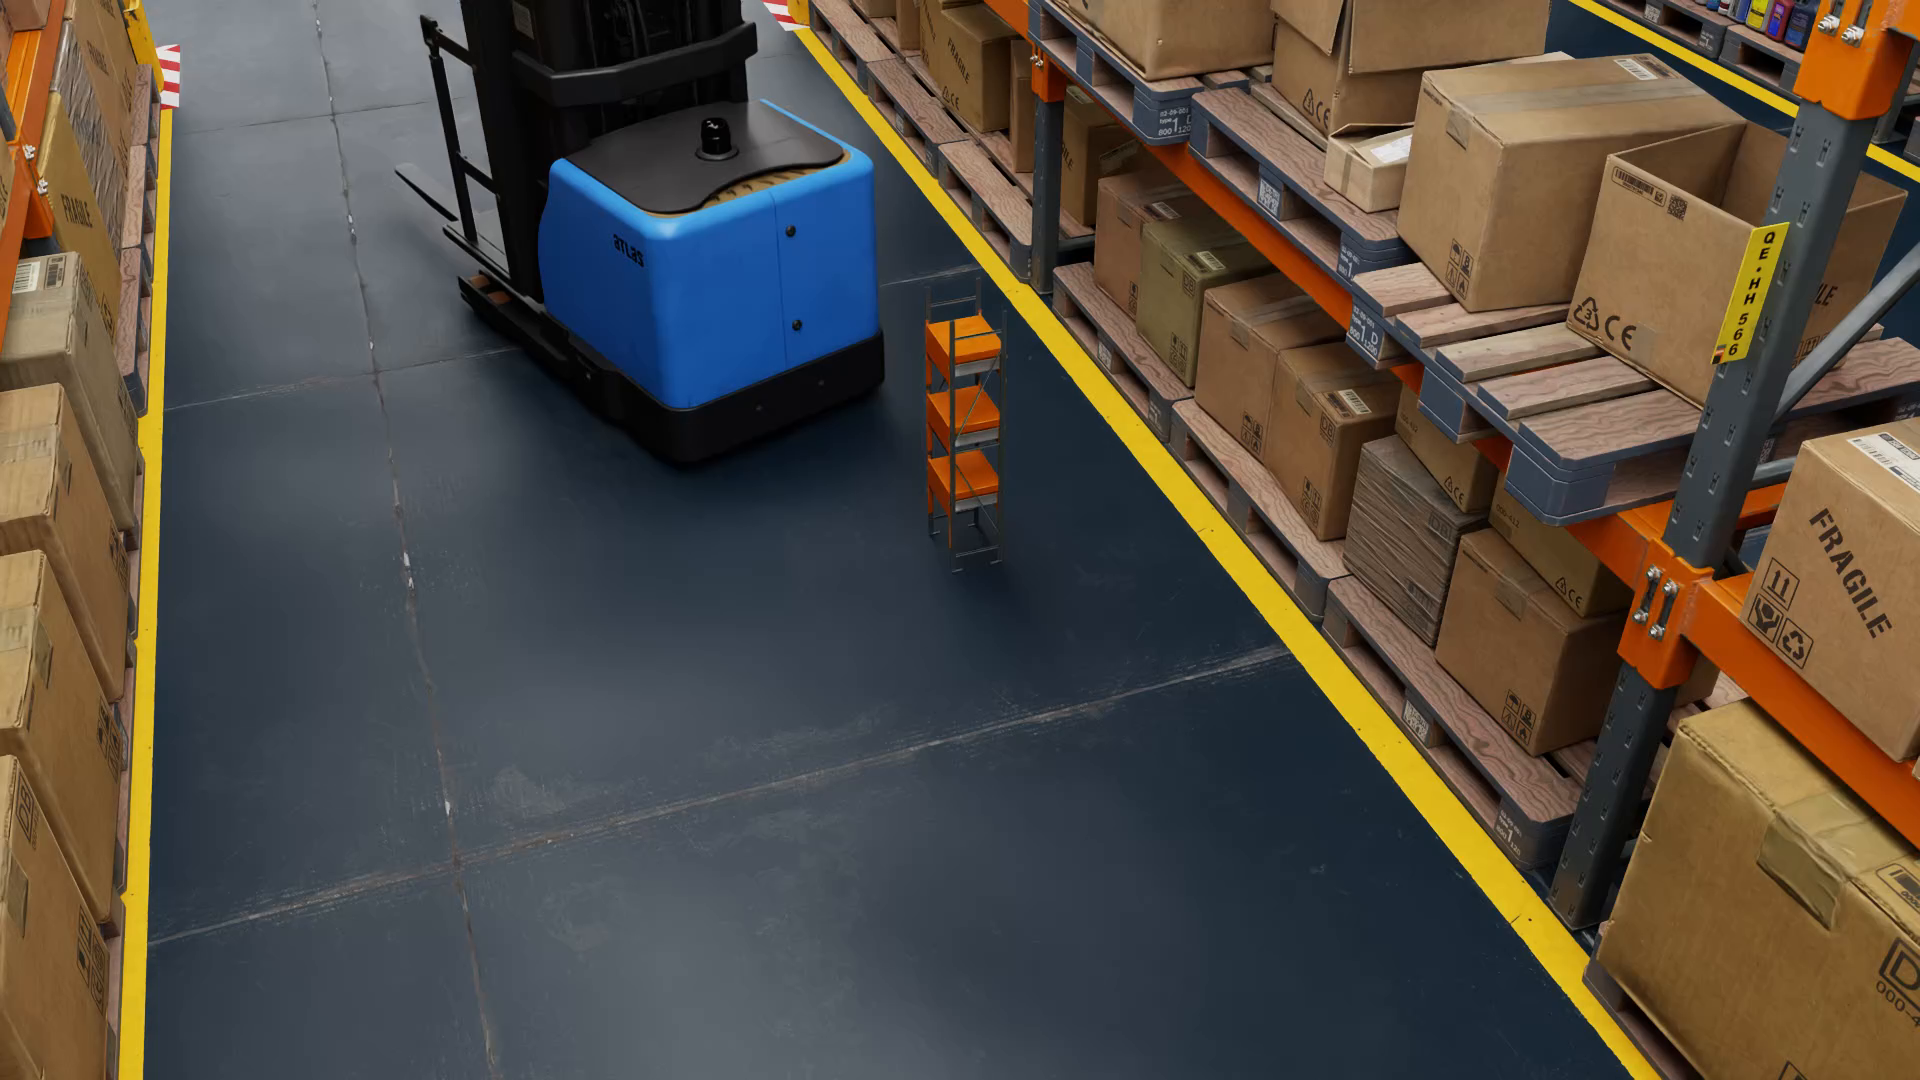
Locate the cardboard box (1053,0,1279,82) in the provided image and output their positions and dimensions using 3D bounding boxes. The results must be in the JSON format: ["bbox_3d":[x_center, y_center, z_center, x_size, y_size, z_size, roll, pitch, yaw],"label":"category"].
[{"bbox_3d":[0.962,-2.400,6.095,1.000,1.000,1.000,-12,39,-16],"label":"cardboard box"}]

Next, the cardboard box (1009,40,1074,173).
[{"bbox_3d":[0.515,-2.196,8.400,0.500,0.500,0.500,-1,37,-1],"label":"cardboard box"}]

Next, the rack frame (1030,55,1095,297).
[{"bbox_3d":[0.820,-2.470,7.036,1.000,3.000,0.127,-12,39,-16],"label":"rack frame"}]

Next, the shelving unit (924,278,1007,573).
[{"bbox_3d":[0.018,-0.389,5.894,0.215,1.050,0.252,-12,39,-16],"label":"shelving unit"}]

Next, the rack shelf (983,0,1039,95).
[{"bbox_3d":[0.131,-3.313,8.753,1.077,0.370,4.000,-12,39,-16],"label":"rack shelf"}]

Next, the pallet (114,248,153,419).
[{"bbox_3d":[-4.060,-0.832,7.179,1.003,0.211,1.213,-12,39,-16],"label":"pallet"}]

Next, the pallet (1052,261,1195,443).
[{"bbox_3d":[1.089,-0.917,7.292,1.003,0.211,1.213,-12,39,-16],"label":"pallet"}]

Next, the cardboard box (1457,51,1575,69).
[{"bbox_3d":[1.835,-1.313,5.275,0.500,0.250,0.500,-14,39,-17],"label":"cardboard box"}]

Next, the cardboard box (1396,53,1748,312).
[{"bbox_3d":[1.687,-1.010,4.665,0.700,0.500,0.500,-7,38,-9],"label":"cardboard box"}]

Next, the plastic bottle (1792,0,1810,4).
[{"bbox_3d":[5.240,-3.427,10.205,0.152,0.276,0.135,-12,39,-16],"label":"plastic bottle"}]

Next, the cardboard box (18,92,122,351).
[{"bbox_3d":[-4.023,-1.189,6.752,0.875,0.875,0.875,-12,39,-15],"label":"cardboard box"}]

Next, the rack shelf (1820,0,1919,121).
[{"bbox_3d":[2.884,0.009,1.850,1.077,0.370,4.000,-12,39,-16],"label":"rack shelf"}]

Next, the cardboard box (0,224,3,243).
[{"bbox_3d":[-3.268,-1.015,5.022,0.500,0.500,0.500,-13,39,-16],"label":"cardboard box"}]

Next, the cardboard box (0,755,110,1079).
[{"bbox_3d":[-2.621,1.128,3.781,1.050,0.750,0.750,-13,39,-17],"label":"cardboard box"}]

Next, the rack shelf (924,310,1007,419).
[{"bbox_3d":[0.018,-0.607,5.730,0.215,0.259,0.240,-12,39,-16],"label":"rack shelf"}]

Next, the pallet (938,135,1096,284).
[{"bbox_3d":[0.555,-1.728,8.369,1.003,0.211,1.213,-12,39,-16],"label":"pallet"}]

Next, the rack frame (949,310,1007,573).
[{"bbox_3d":[0.060,-0.320,5.802,0.200,1.050,0.008,-12,39,-16],"label":"rack frame"}]

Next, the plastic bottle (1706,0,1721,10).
[{"bbox_3d":[4.647,-3.388,10.157,0.097,0.271,0.097,0,37,0],"label":"plastic bottle"}]

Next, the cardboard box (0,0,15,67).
[{"bbox_3d":[-4.221,-2.072,6.383,0.875,0.550,0.550,-12,39,-16],"label":"cardboard box"}]

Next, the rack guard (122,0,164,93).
[{"bbox_3d":[-5.257,-2.775,9.519,1.175,0.500,0.348,-12,39,-16],"label":"rack guard"}]

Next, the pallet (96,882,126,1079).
[{"bbox_3d":[-2.696,1.412,4.200,1.003,0.211,1.213,-12,39,-16],"label":"pallet"}]

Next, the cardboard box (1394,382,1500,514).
[{"bbox_3d":[1.745,-0.357,5.320,0.500,0.250,0.500,-8,38,-11],"label":"cardboard box"}]

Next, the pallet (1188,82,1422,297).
[{"bbox_3d":[1.476,-1.244,5.567,1.003,0.211,1.213,-12,39,-16],"label":"pallet"}]

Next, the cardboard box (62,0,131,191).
[{"bbox_3d":[-4.649,-2.213,8.112,0.875,0.875,0.875,-13,39,-17],"label":"cardboard box"}]

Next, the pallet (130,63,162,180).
[{"bbox_3d":[-4.900,-2.211,9.009,1.003,0.211,1.213,-12,39,-16],"label":"pallet"}]

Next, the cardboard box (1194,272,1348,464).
[{"bbox_3d":[1.350,-0.707,6.407,0.700,0.500,0.500,-16,40,-20],"label":"cardboard box"}]

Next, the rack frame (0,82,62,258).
[{"bbox_3d":[-3.872,-1.500,5.749,1.000,3.000,0.127,-12,39,-16],"label":"rack frame"}]

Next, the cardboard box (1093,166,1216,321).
[{"bbox_3d":[1.011,-1.296,7.189,0.700,0.500,0.500,-15,40,-19],"label":"cardboard box"}]

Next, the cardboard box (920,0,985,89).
[{"bbox_3d":[0.078,-2.855,9.275,0.500,0.500,0.500,-9,38,-12],"label":"cardboard box"}]

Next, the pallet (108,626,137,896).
[{"bbox_3d":[-3.112,0.724,5.113,1.003,0.211,1.213,-12,39,-16],"label":"pallet"}]

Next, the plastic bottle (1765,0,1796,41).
[{"bbox_3d":[4.817,-3.082,9.741,0.061,0.283,0.133,-10,38,-13],"label":"plastic bottle"}]

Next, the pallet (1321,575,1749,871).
[{"bbox_3d":[1.929,0.462,5.462,1.003,0.211,1.213,-12,39,-16],"label":"pallet"}]

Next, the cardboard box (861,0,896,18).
[{"bbox_3d":[-0.358,-3.543,10.189,0.500,0.500,0.500,-6,37,-7],"label":"cardboard box"}]

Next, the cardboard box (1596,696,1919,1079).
[{"bbox_3d":[2.414,0.865,4.026,1.225,0.875,0.875,-14,39,-18],"label":"cardboard box"}]

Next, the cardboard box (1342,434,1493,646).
[{"bbox_3d":[1.744,-0.073,5.565,0.700,0.500,0.500,-16,40,-20],"label":"cardboard box"}]

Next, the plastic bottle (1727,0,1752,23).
[{"bbox_3d":[4.748,-3.271,9.998,0.152,0.276,0.135,-12,39,-15],"label":"plastic bottle"}]

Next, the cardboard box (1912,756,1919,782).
[{"bbox_3d":[2.288,0.371,3.181,0.500,0.500,0.500,-13,39,-17],"label":"cardboard box"}]

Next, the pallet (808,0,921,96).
[{"bbox_3d":[-0.284,-3.107,10.199,1.003,0.211,1.213,-12,39,-16],"label":"pallet"}]

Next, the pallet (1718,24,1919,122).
[{"bbox_3d":[5.278,-2.770,9.752,1.003,0.211,1.213,-12,39,-16],"label":"pallet"}]

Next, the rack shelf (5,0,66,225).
[{"bbox_3d":[-4.560,-2.343,7.465,1.077,0.370,4.000,-12,39,-16],"label":"rack shelf"}]

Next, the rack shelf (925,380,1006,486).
[{"bbox_3d":[0.018,-0.381,5.900,0.215,0.259,0.240,-12,39,-16],"label":"rack shelf"}]

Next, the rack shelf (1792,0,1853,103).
[{"bbox_3d":[1.508,-2.251,4.850,1.077,0.370,4.000,-12,39,-16],"label":"rack shelf"}]

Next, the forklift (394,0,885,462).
[{"bbox_3d":[-1.638,-2.298,6.865,1.130,2.935,3.031,-26,44,-30],"label":"forklift"}]

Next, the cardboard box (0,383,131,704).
[{"bbox_3d":[-3.246,0.108,5.134,1.050,0.750,0.750,-12,39,-16],"label":"cardboard box"}]
